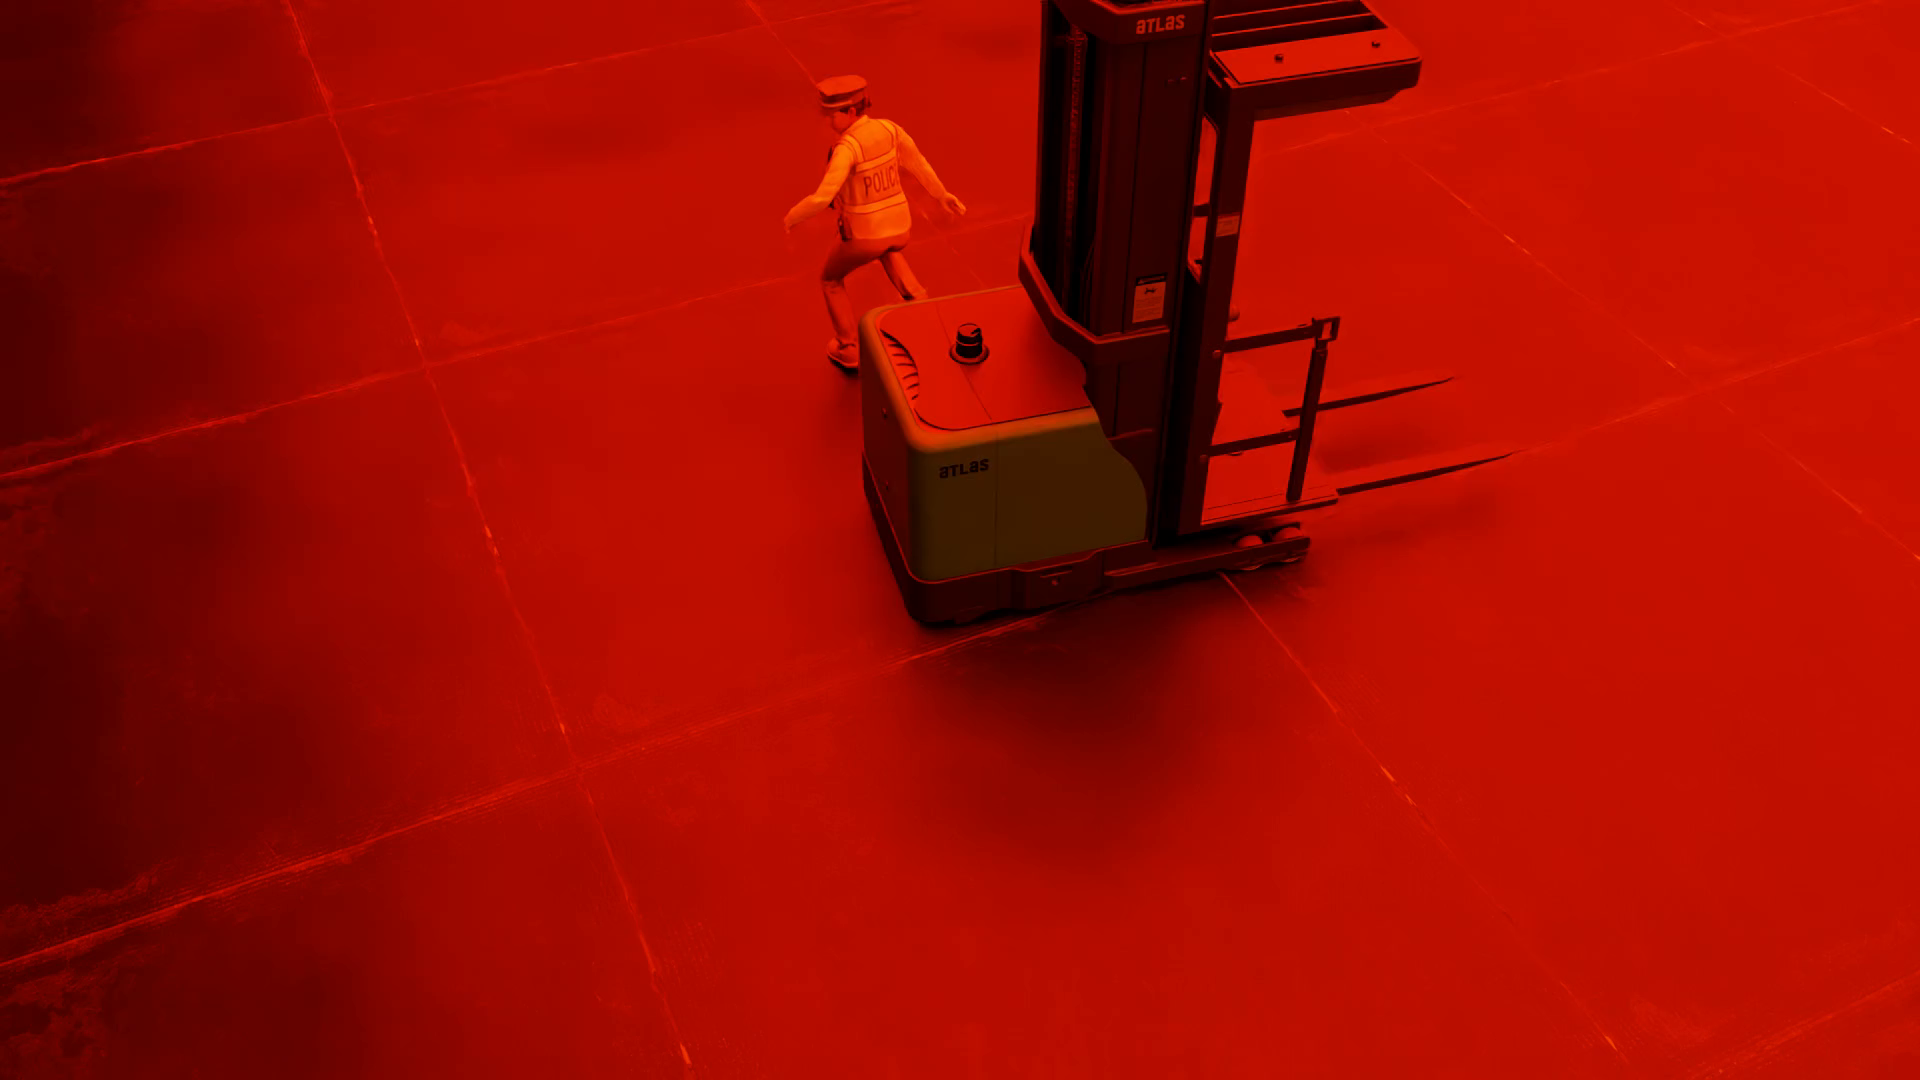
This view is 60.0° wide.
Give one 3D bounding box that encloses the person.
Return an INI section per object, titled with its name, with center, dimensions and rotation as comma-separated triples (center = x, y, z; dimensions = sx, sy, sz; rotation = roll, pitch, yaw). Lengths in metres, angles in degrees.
[person]
center = -0.440, -1.630, 8.525
dimensions = 0.921, 1.543, 0.495
rotation = -31, 51, -29

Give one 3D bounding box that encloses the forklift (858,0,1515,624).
[forklift]
center = 1.112, -1.268, 7.039
dimensions = 3.031, 2.935, 1.130
rotation = -11, 44, -12
